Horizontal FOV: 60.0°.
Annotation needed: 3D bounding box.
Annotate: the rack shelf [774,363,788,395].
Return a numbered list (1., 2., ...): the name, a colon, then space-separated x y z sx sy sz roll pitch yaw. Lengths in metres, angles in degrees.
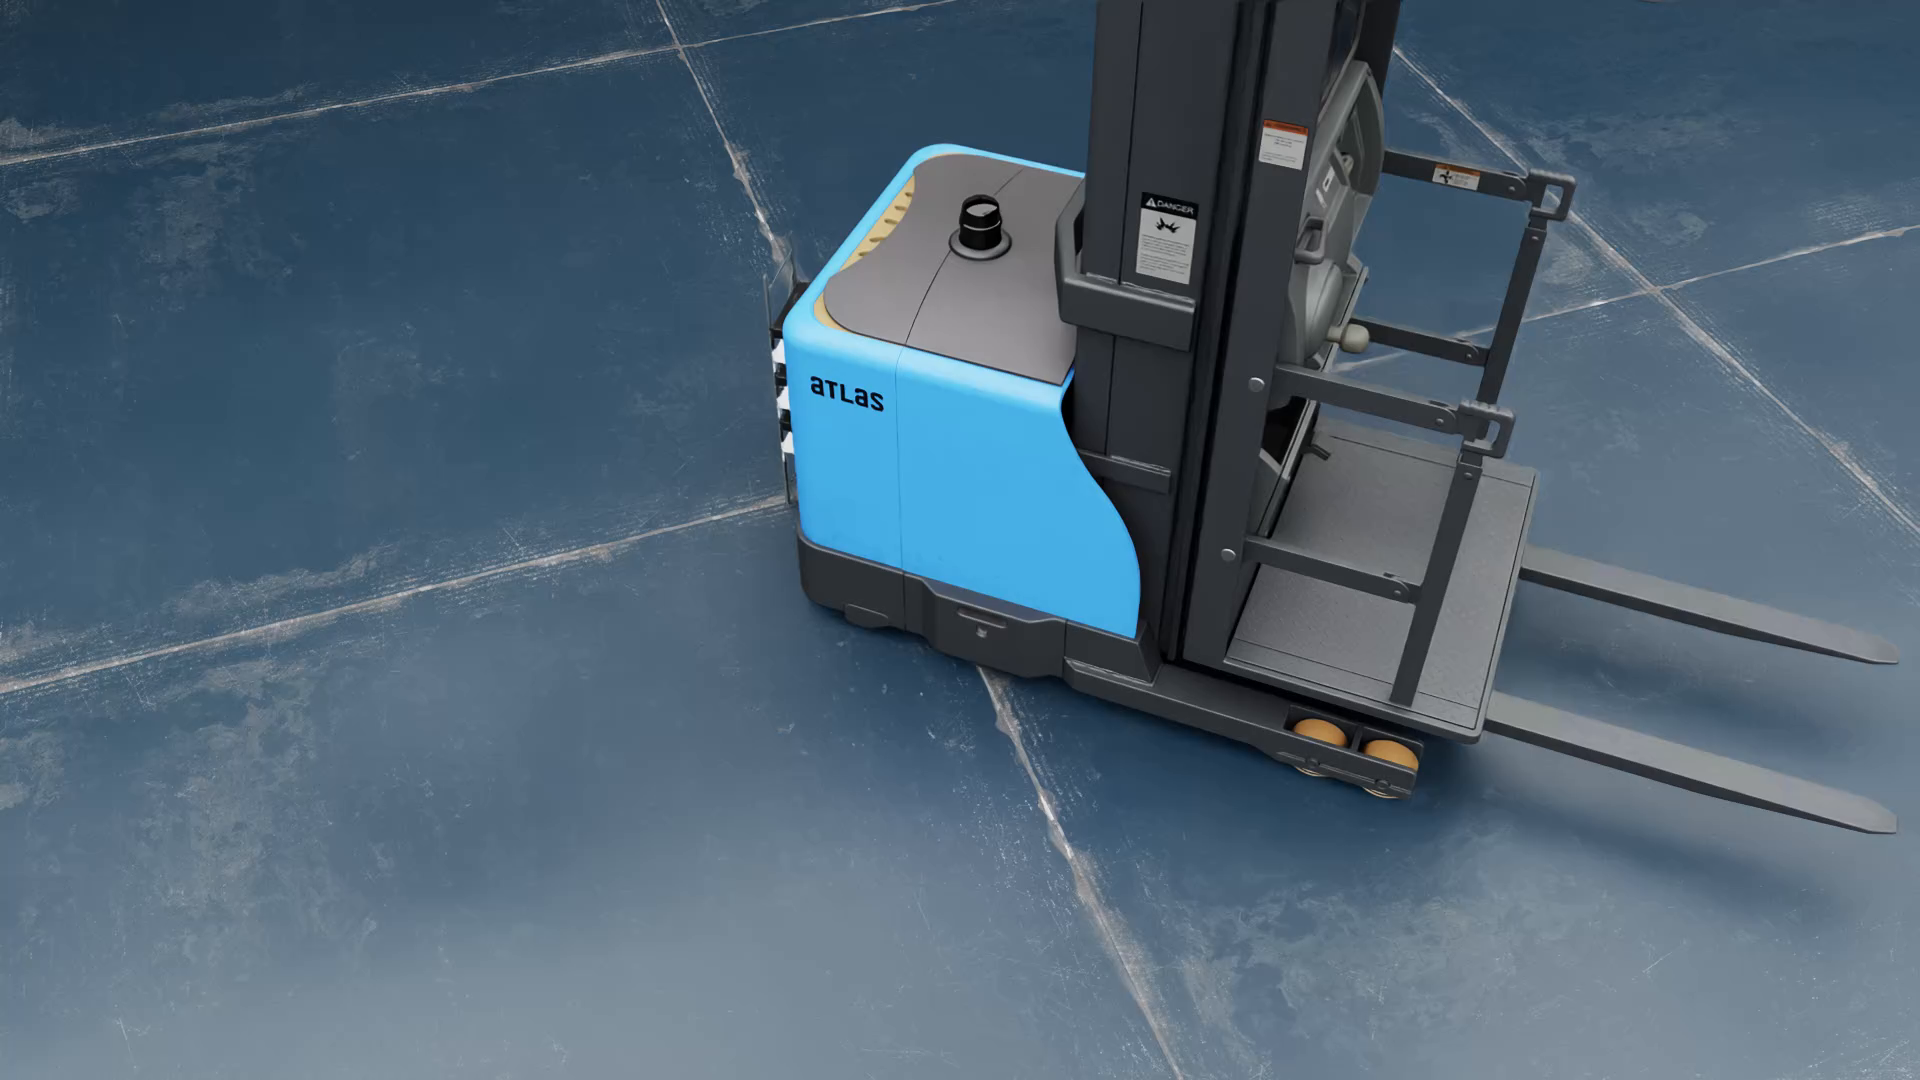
1. rack shelf: -0.426 -0.531 5.063 0.200 0.077 0.258 11 46 11

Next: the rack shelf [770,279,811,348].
1. rack shelf: -0.427 -0.658 4.936 0.200 0.077 0.258 11 46 11

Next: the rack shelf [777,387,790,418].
1. rack shelf: -0.426 -0.467 5.127 0.200 0.077 0.258 11 46 11

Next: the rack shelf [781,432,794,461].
1. rack shelf: -0.426 -0.340 5.255 0.200 0.077 0.258 11 46 11

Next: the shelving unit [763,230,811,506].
1. shelving unit: -0.426 -0.491 5.104 0.210 0.900 0.258 11 46 11

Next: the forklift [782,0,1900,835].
1. forklift: 1.089 -0.759 3.937 3.031 2.935 1.130 16 47 15

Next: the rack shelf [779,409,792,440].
1. rack shelf: -0.426 -0.404 5.191 0.200 0.077 0.258 11 46 11

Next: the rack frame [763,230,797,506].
1. rack frame: -0.525 -0.509 5.122 0.006 0.900 0.240 11 46 11

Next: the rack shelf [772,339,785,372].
1. rack shelf: -0.427 -0.594 5.000 0.200 0.077 0.258 11 46 11
